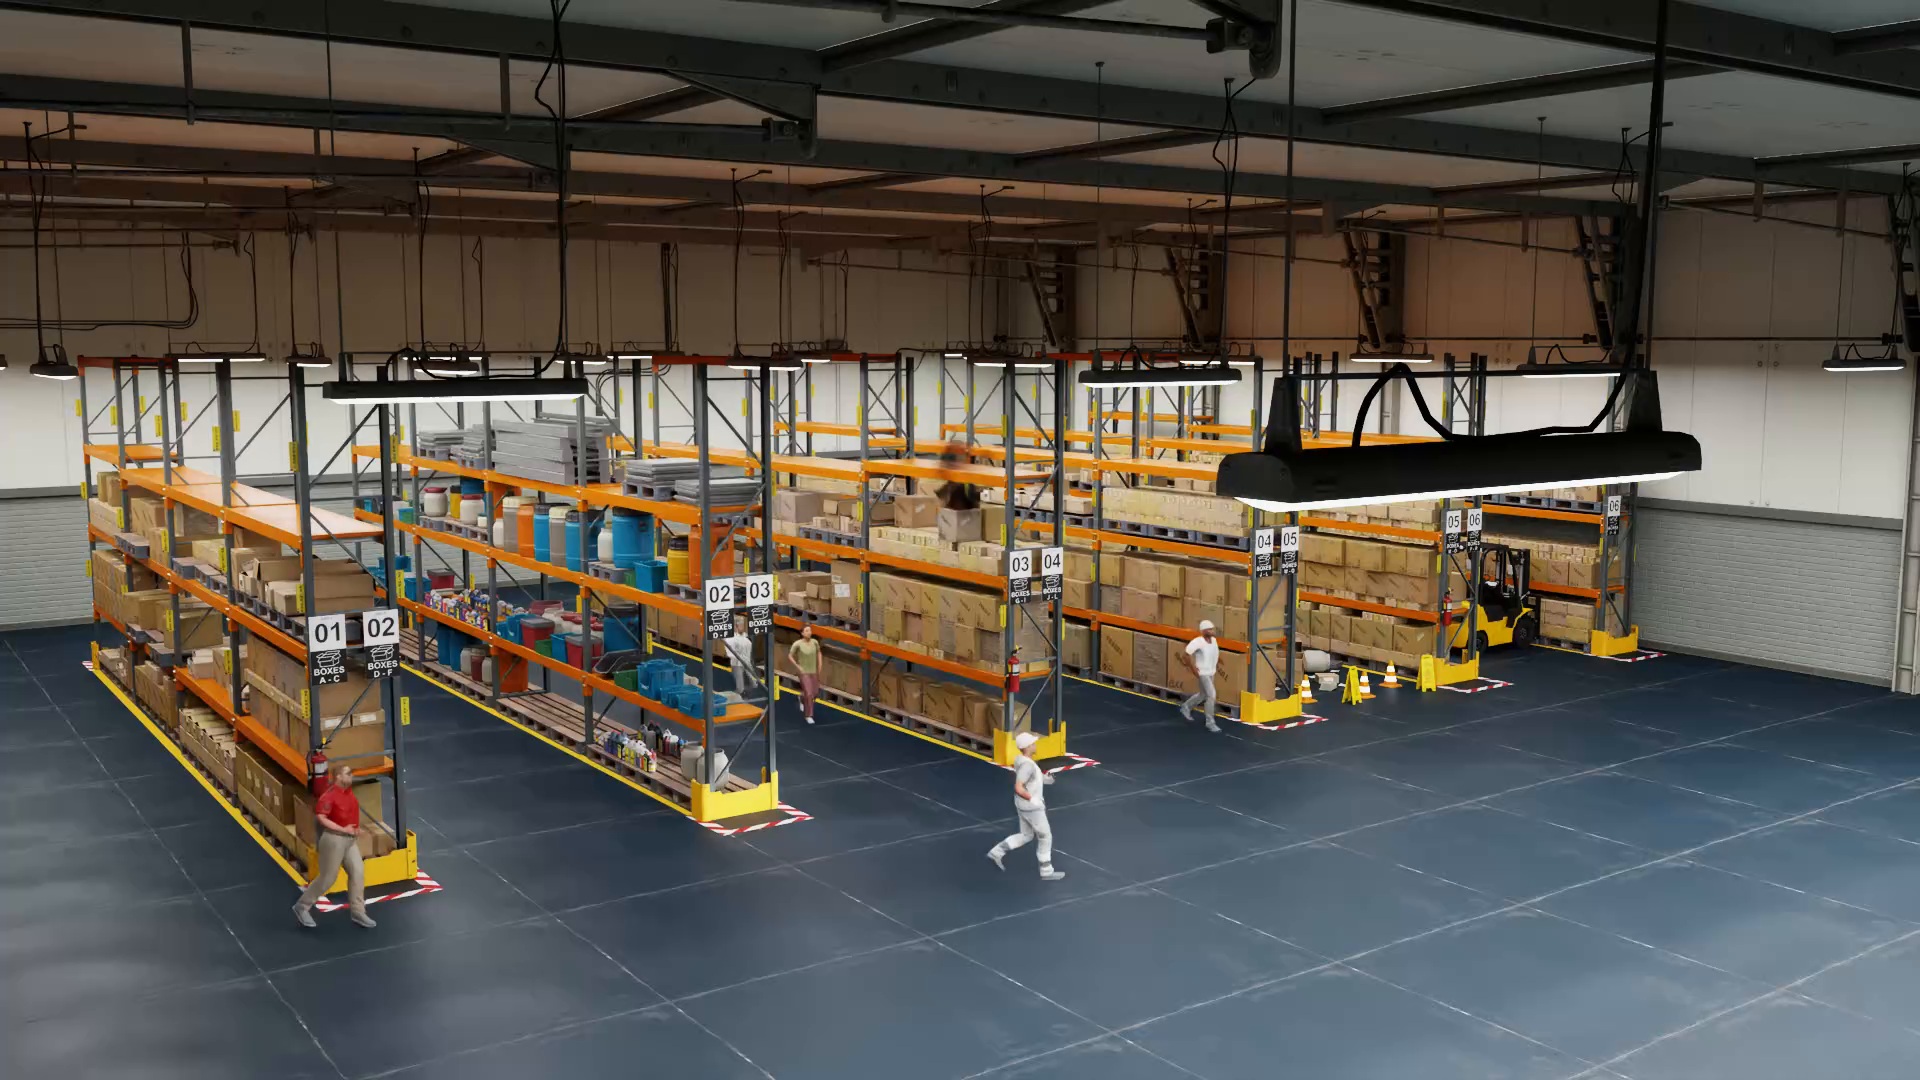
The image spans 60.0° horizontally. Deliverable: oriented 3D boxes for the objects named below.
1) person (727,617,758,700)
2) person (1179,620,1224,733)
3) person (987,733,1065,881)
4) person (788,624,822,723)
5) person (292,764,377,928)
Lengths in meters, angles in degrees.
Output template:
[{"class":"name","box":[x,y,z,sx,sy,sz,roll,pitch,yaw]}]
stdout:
[{"class":"person","box":[-3.627,2.110,27.963,0.591,1.656,0.598,-7,9,-43]},{"class":"person","box":[3.940,2.180,27.025,0.856,1.798,0.692,6,9,41]},{"class":"person","box":[0.780,3.110,19.370,0.919,1.765,0.669,-1,7,-10]},{"class":"person","box":[-2.574,2.187,27.610,0.605,1.633,0.642,-5,8,-33]},{"class":"person","box":[-6.710,3.294,18.043,0.896,1.728,0.734,1,7,10]}]
